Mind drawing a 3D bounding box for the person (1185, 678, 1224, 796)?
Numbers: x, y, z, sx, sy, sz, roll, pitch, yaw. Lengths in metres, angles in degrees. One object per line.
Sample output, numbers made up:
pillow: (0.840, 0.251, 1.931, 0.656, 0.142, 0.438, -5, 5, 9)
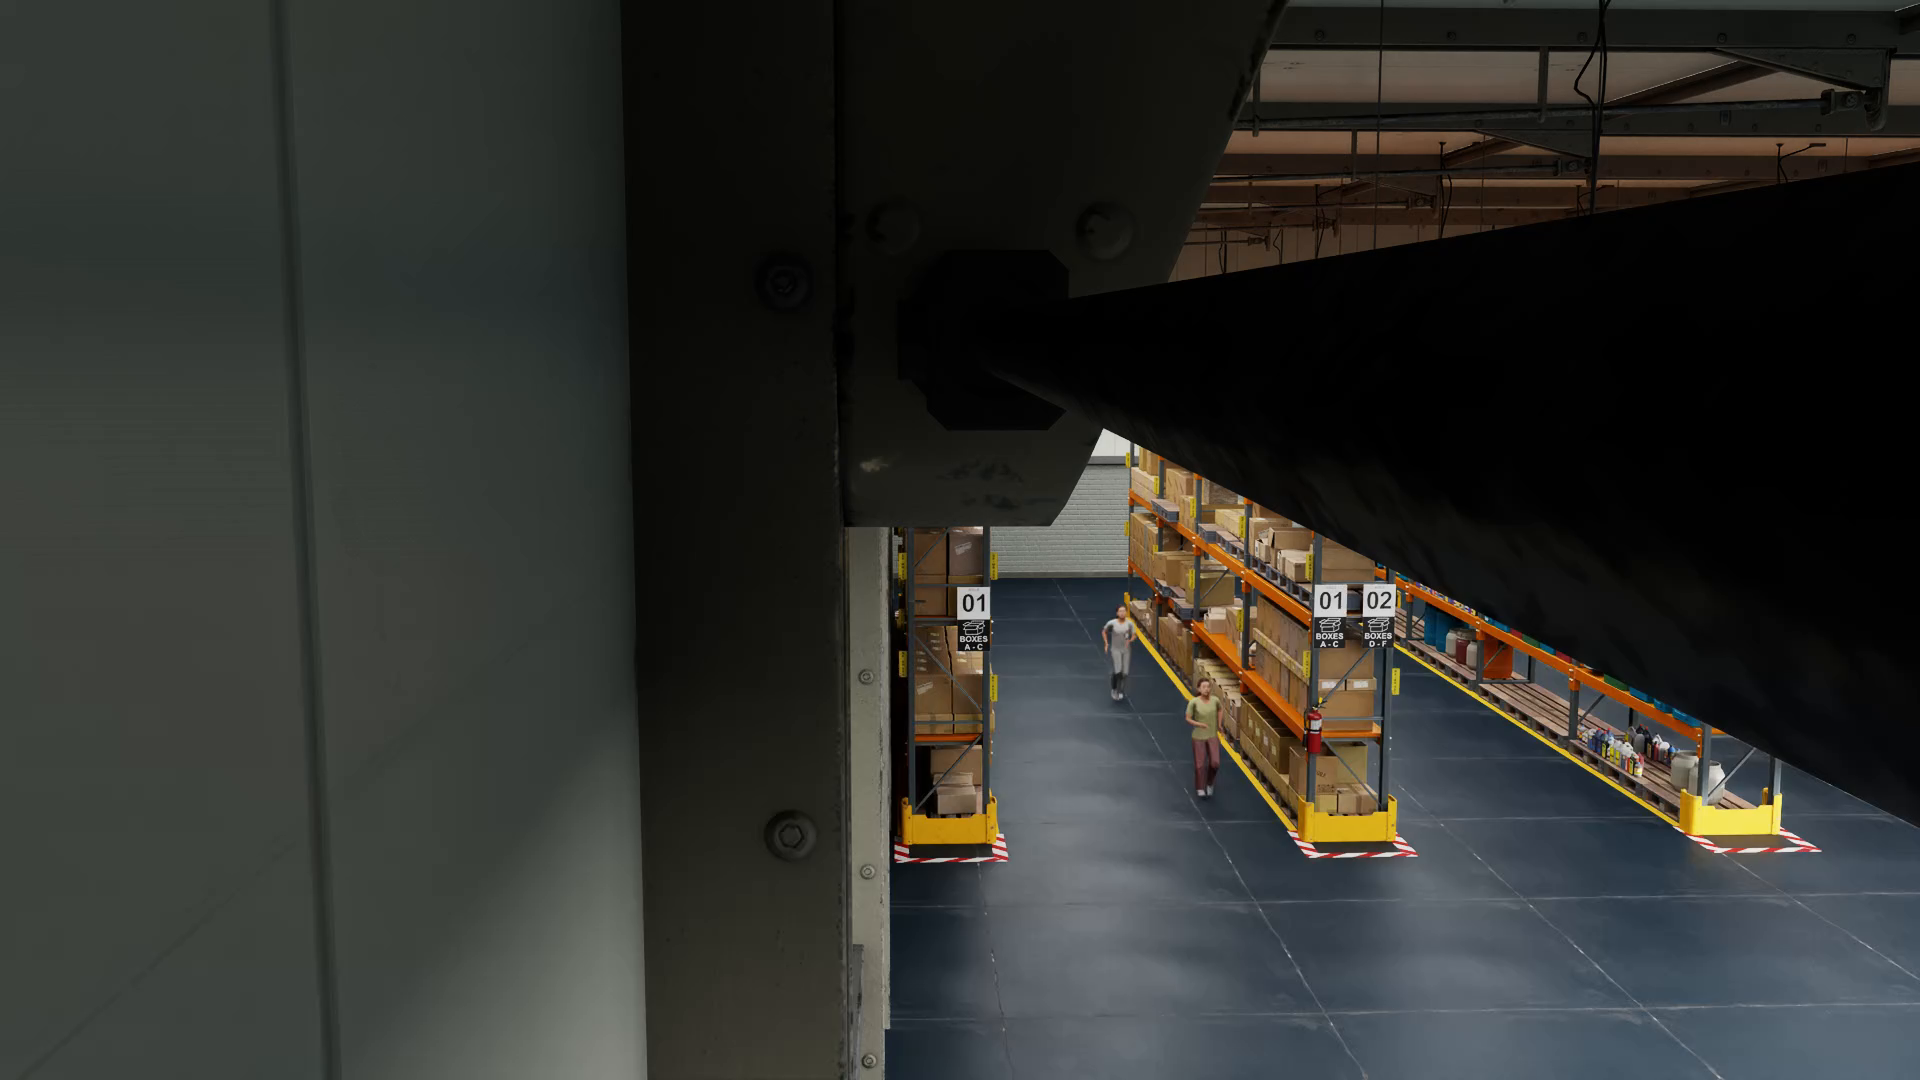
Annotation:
person: (3.295, 2.658, 22.293, 0.558, 1.634, 0.606, 0, 7, -4)

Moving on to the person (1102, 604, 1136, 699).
person: (2.715, 1.905, 28.150, 0.546, 1.635, 0.628, -1, 7, -6)
